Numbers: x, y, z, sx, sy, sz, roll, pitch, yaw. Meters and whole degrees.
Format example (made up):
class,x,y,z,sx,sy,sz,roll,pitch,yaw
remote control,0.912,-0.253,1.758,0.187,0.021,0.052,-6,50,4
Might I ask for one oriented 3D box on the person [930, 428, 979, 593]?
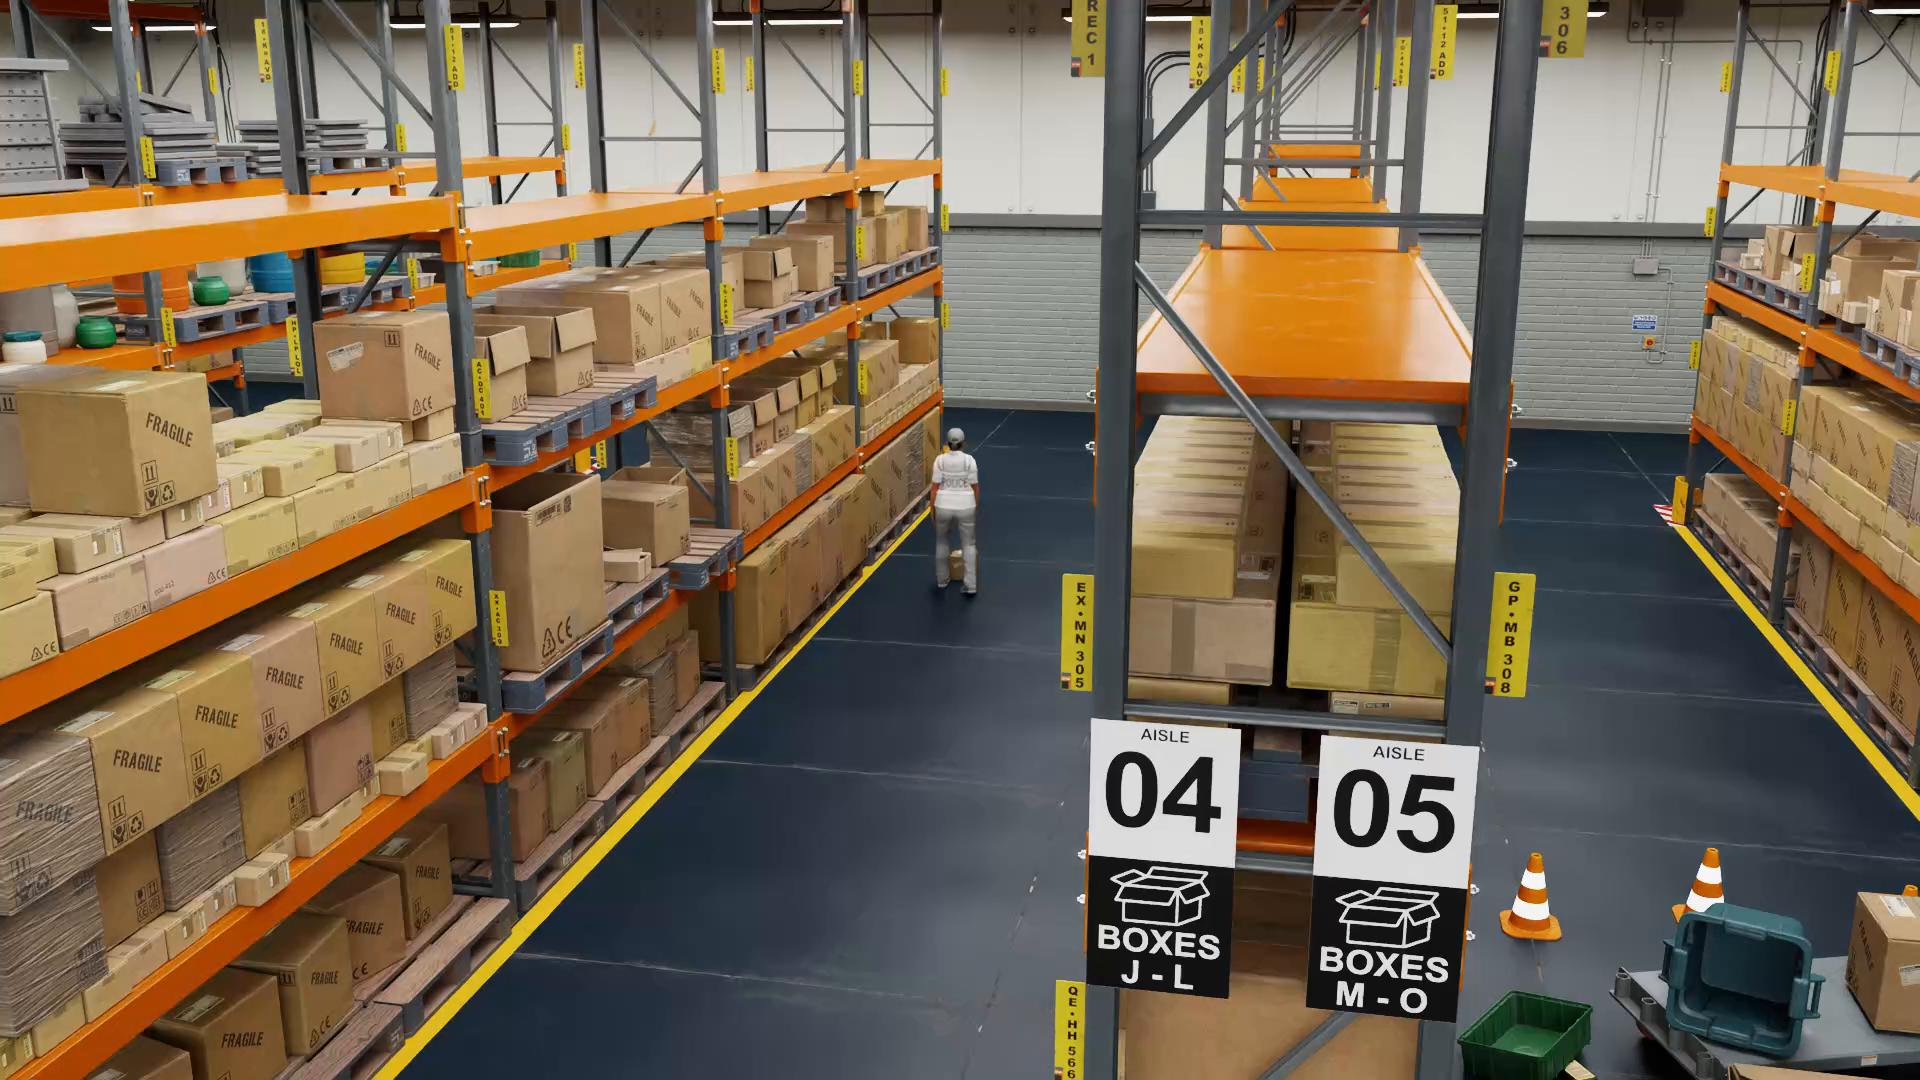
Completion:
class,x,y,z,sx,sy,sz,roll,pitch,yaw
person,-0.048,-0.307,16.679,0.487,1.673,0.583,1,15,4
